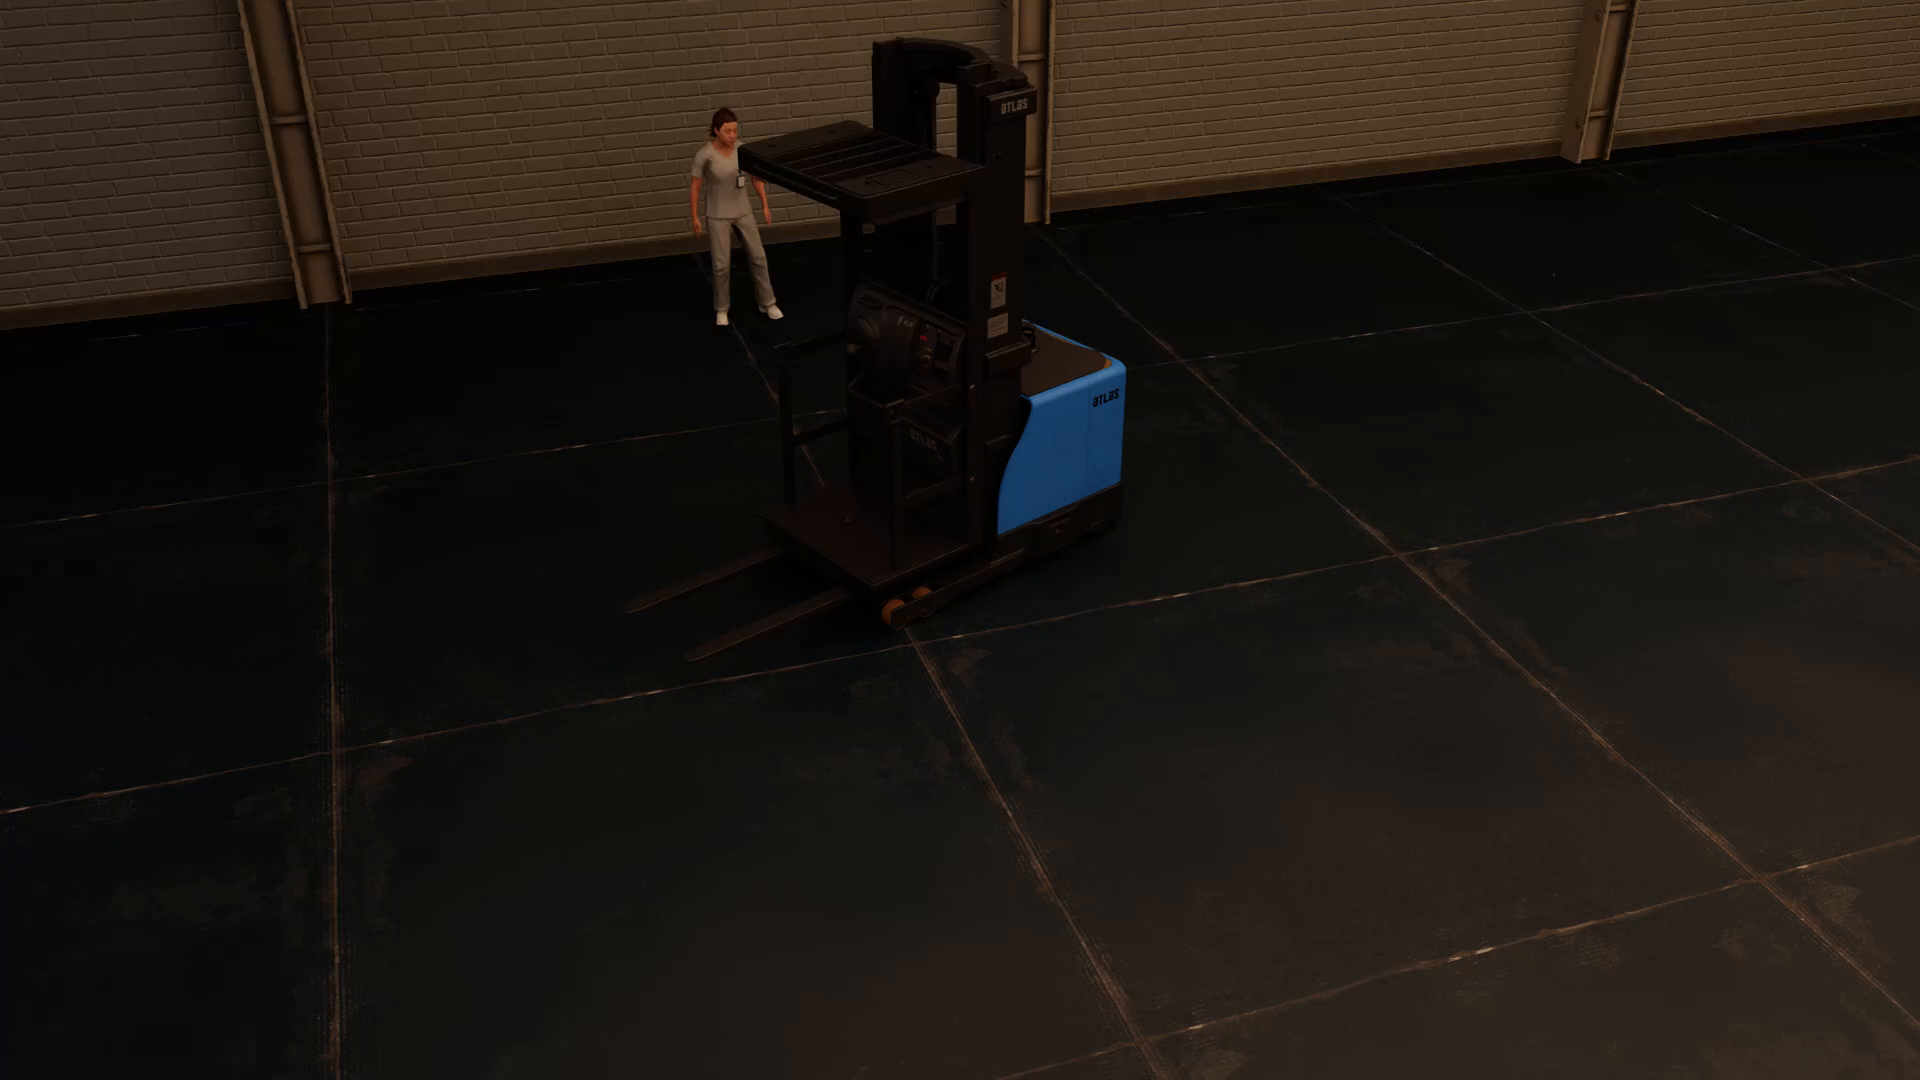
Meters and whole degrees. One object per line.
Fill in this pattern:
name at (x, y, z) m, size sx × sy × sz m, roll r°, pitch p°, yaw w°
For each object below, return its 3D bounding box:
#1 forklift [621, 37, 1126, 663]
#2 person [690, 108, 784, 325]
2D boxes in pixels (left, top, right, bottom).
forklift at (-0.461, -1.072, 8.951) m, size 3.031 × 2.935 × 1.130 m, roll -23°, pitch 37°, yaw -34°
person at (-1.724, -2.456, 12.630) m, size 0.624 × 1.663 × 0.377 m, roll -13°, pitch 33°, yaw -22°
